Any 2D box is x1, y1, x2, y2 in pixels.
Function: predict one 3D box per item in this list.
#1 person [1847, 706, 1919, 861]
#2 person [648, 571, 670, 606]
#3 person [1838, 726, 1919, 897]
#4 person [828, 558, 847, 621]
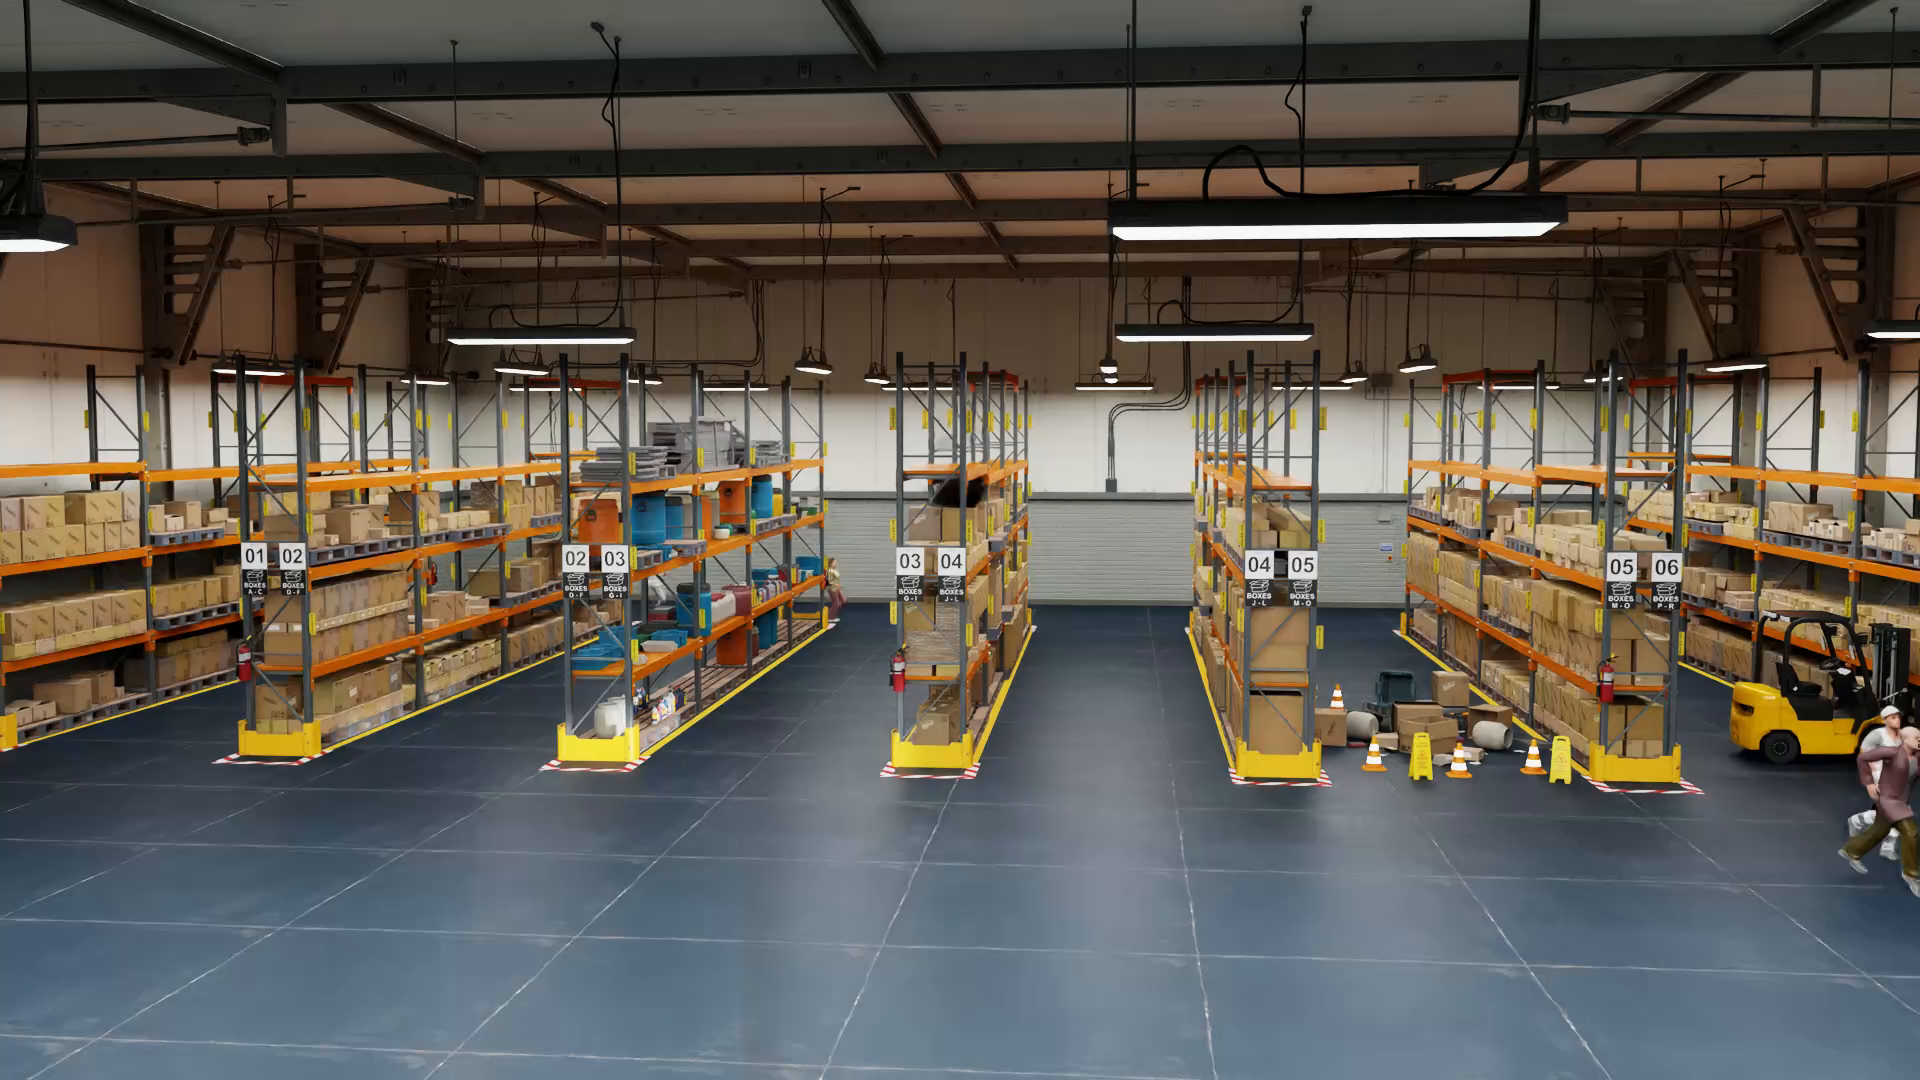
[{"bbox_3d":[10.678,2.772,19.200,0.655,1.760,0.668,-1,4,-14],"label":"person"},{"bbox_3d":[-7.626,1.164,41.912,0.667,1.765,0.684,3,5,35],"label":"person"},{"bbox_3d":[9.992,2.864,17.945,0.702,1.801,1.059,-2,5,-29],"label":"person"},{"bbox_3d":[-3.108,1.245,41.390,0.511,1.608,0.621,2,4,21],"label":"person"}]
